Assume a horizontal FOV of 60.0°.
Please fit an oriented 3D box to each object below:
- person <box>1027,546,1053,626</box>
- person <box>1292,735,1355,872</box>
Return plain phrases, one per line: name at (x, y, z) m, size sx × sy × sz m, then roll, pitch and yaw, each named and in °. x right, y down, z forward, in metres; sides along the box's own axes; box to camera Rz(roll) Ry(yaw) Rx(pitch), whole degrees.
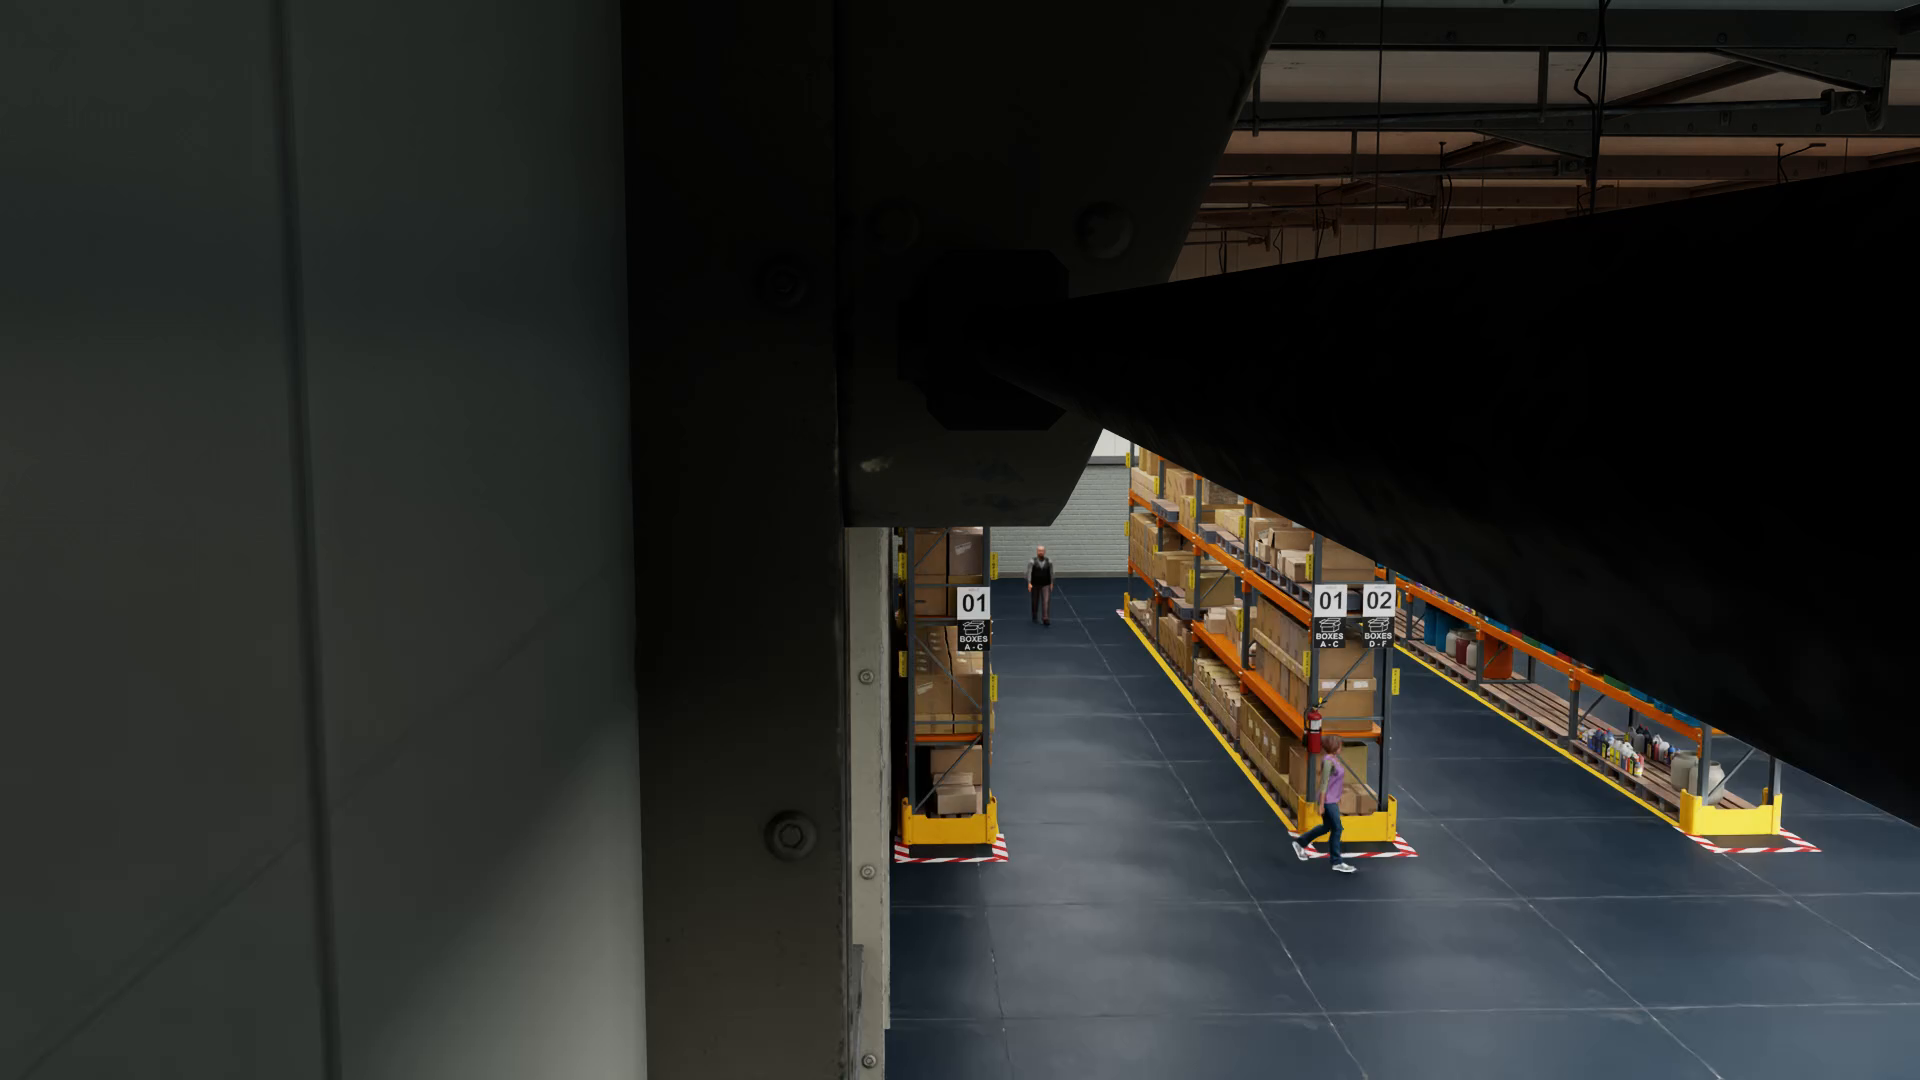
person at (1.712, 0.957, 35.451) m, size 0.585 × 1.657 × 1.084 m, roll -1°, pitch 7°, yaw -5°
person at (4.283, 3.059, 19.512) m, size 0.729 × 1.572 × 0.450 m, roll 2°, pitch 7°, yaw 12°
